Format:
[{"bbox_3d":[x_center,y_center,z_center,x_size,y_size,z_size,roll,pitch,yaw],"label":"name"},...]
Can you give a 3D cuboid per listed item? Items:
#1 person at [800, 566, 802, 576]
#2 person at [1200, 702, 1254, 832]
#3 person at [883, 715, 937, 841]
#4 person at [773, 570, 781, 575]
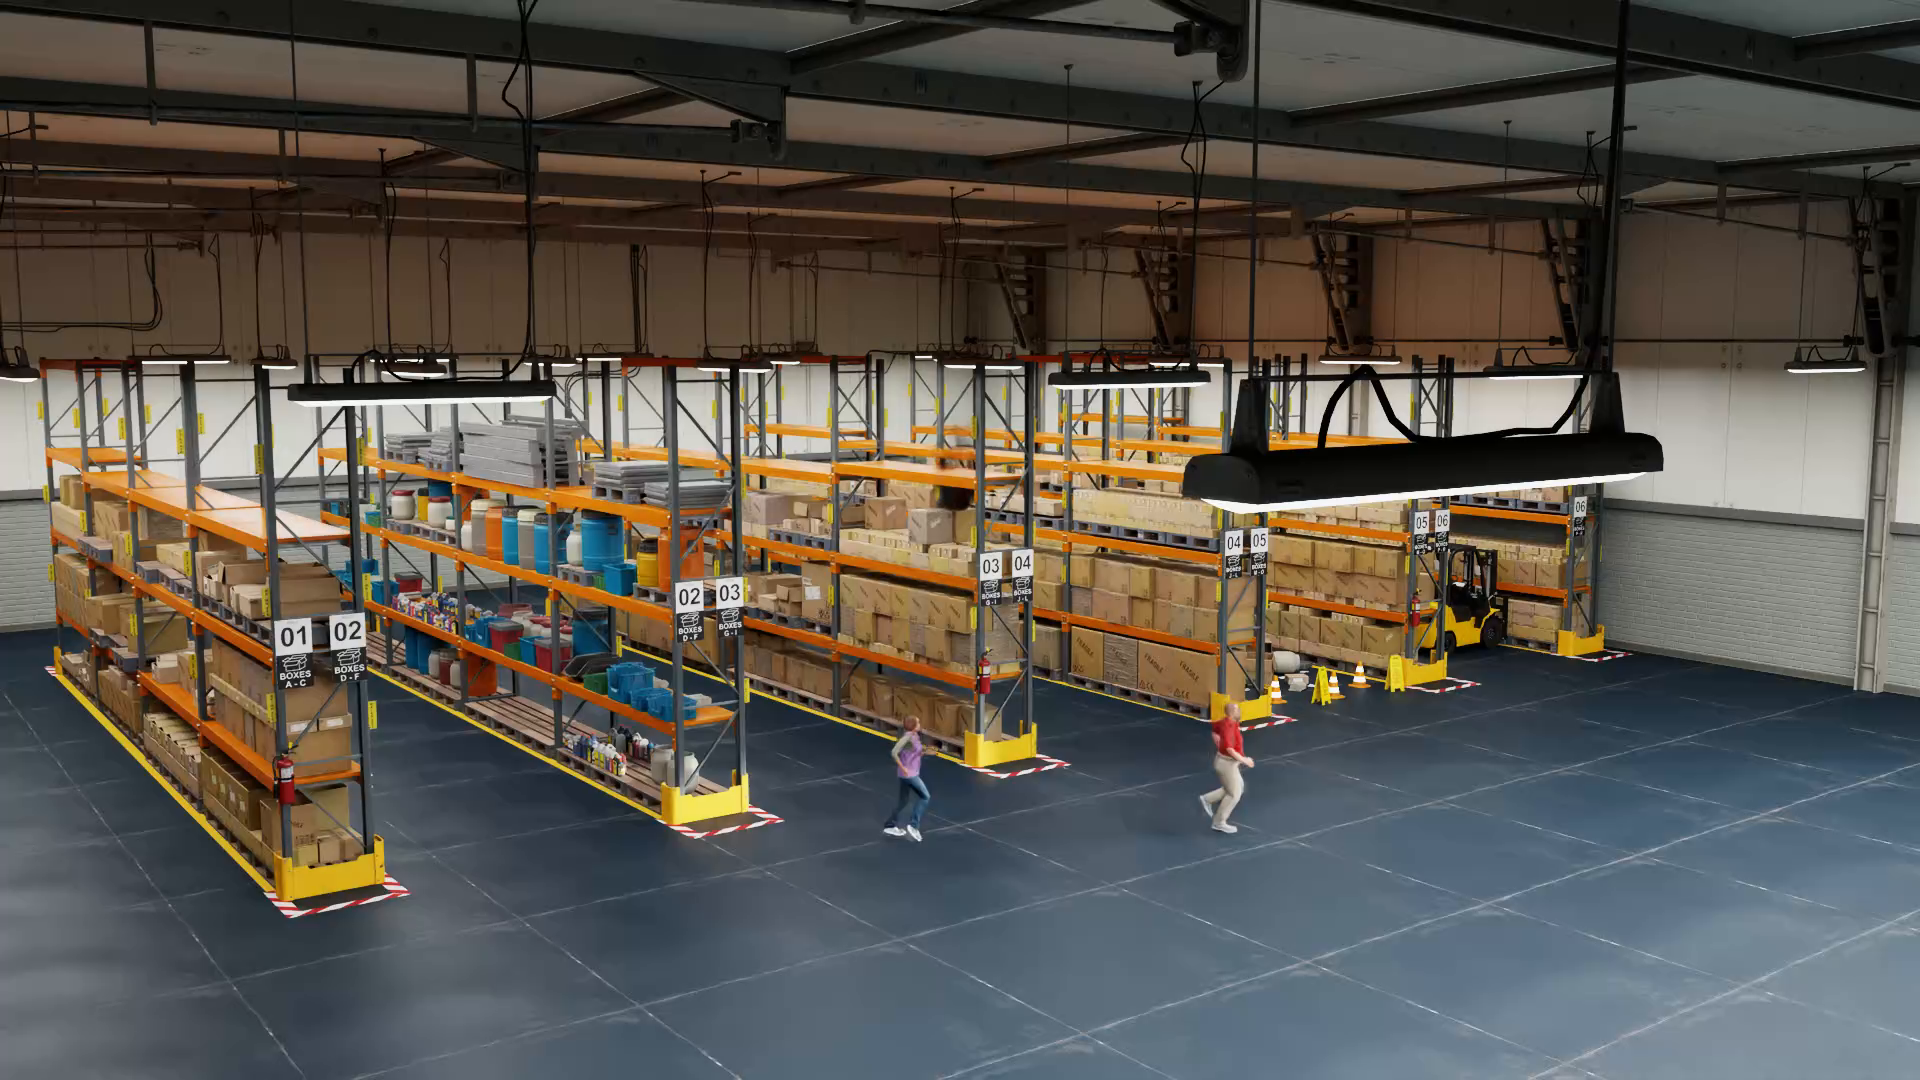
[{"bbox_3d":[-3.913,0.390,42.801,0.655,1.663,0.806,6,9,41],"label":"person"},{"bbox_3d":[3.470,2.926,21.538,0.645,1.691,0.684,0,7,-1],"label":"person"},{"bbox_3d":[-0.636,3.021,21.154,0.688,1.626,0.507,0,7,-3],"label":"person"},{"bbox_3d":[-3.742,1.438,34.045,0.851,1.650,0.579,7,10,45],"label":"person"}]
